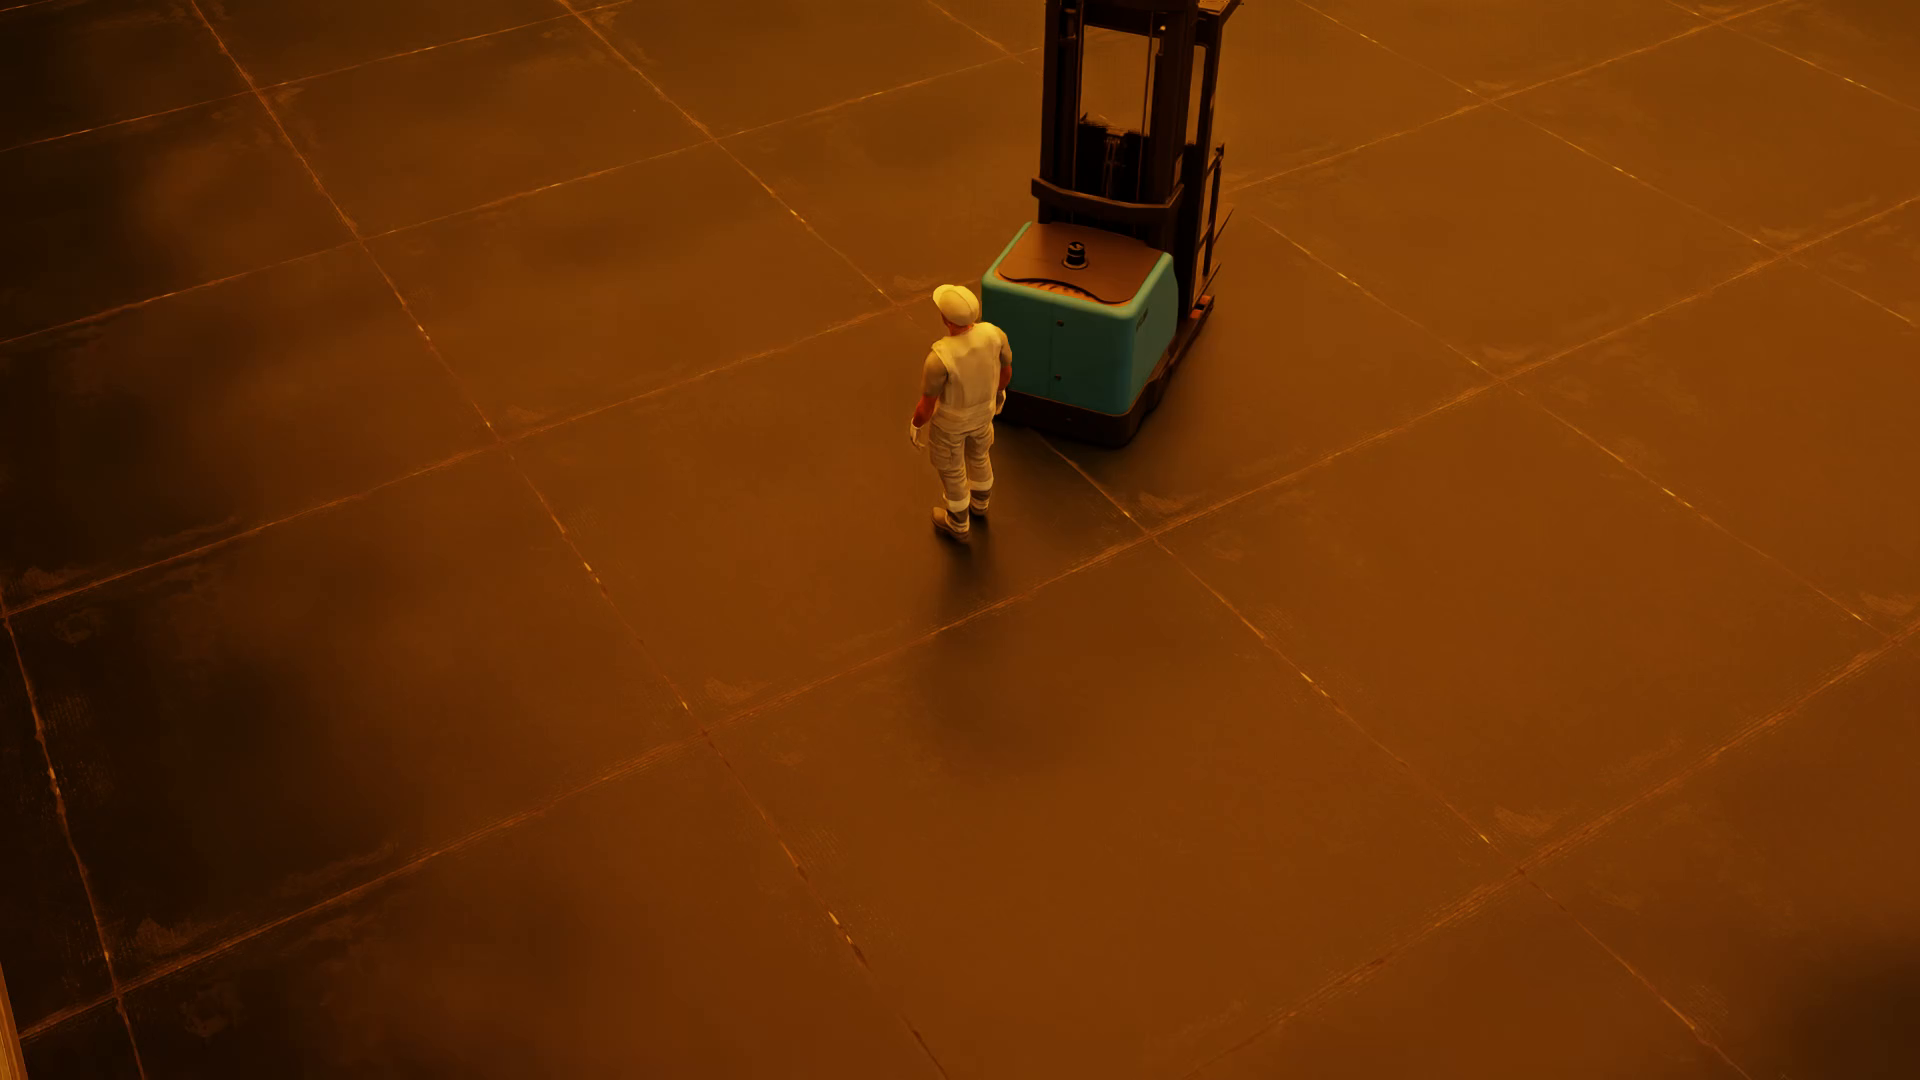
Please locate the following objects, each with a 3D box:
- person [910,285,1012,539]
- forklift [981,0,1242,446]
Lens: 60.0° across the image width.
[{"bbox_3d":[-0.032,-0.758,9.534,0.637,1.787,0.564,-23,46,-24],"label":"person"},{"bbox_3d":[1.172,-2.679,10.937,1.130,2.935,3.031,16,44,18],"label":"forklift"}]
